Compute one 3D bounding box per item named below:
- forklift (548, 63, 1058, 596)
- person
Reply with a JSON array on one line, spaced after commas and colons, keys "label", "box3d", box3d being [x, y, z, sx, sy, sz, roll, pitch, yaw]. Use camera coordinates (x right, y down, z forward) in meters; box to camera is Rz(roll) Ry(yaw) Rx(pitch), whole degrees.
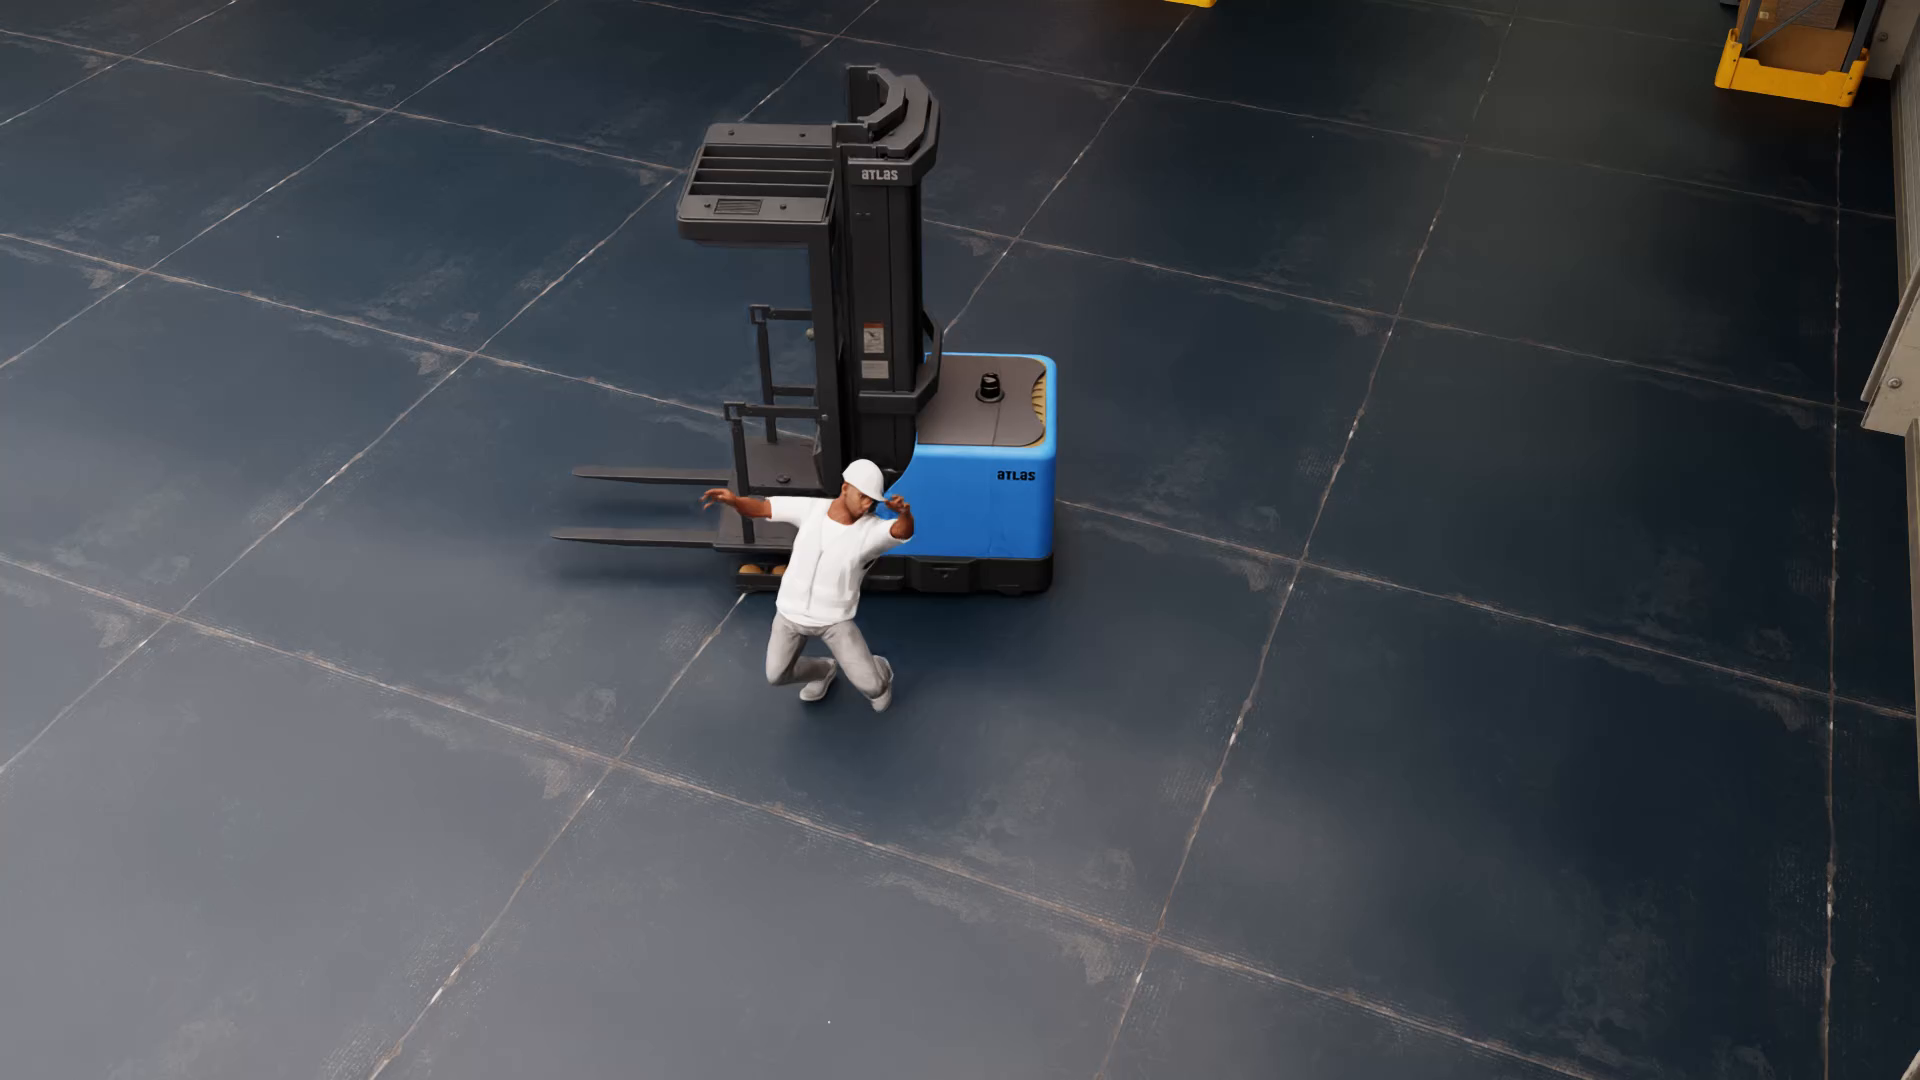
[{"label": "forklift", "box3d": [-0.942, -1.145, 9.374, 3.031, 2.935, 1.130, 2, 40, 2]}, {"label": "person", "box3d": [-0.711, 0.232, 8.729, 1.039, 1.651, 0.742, 10, 41, 12]}]
